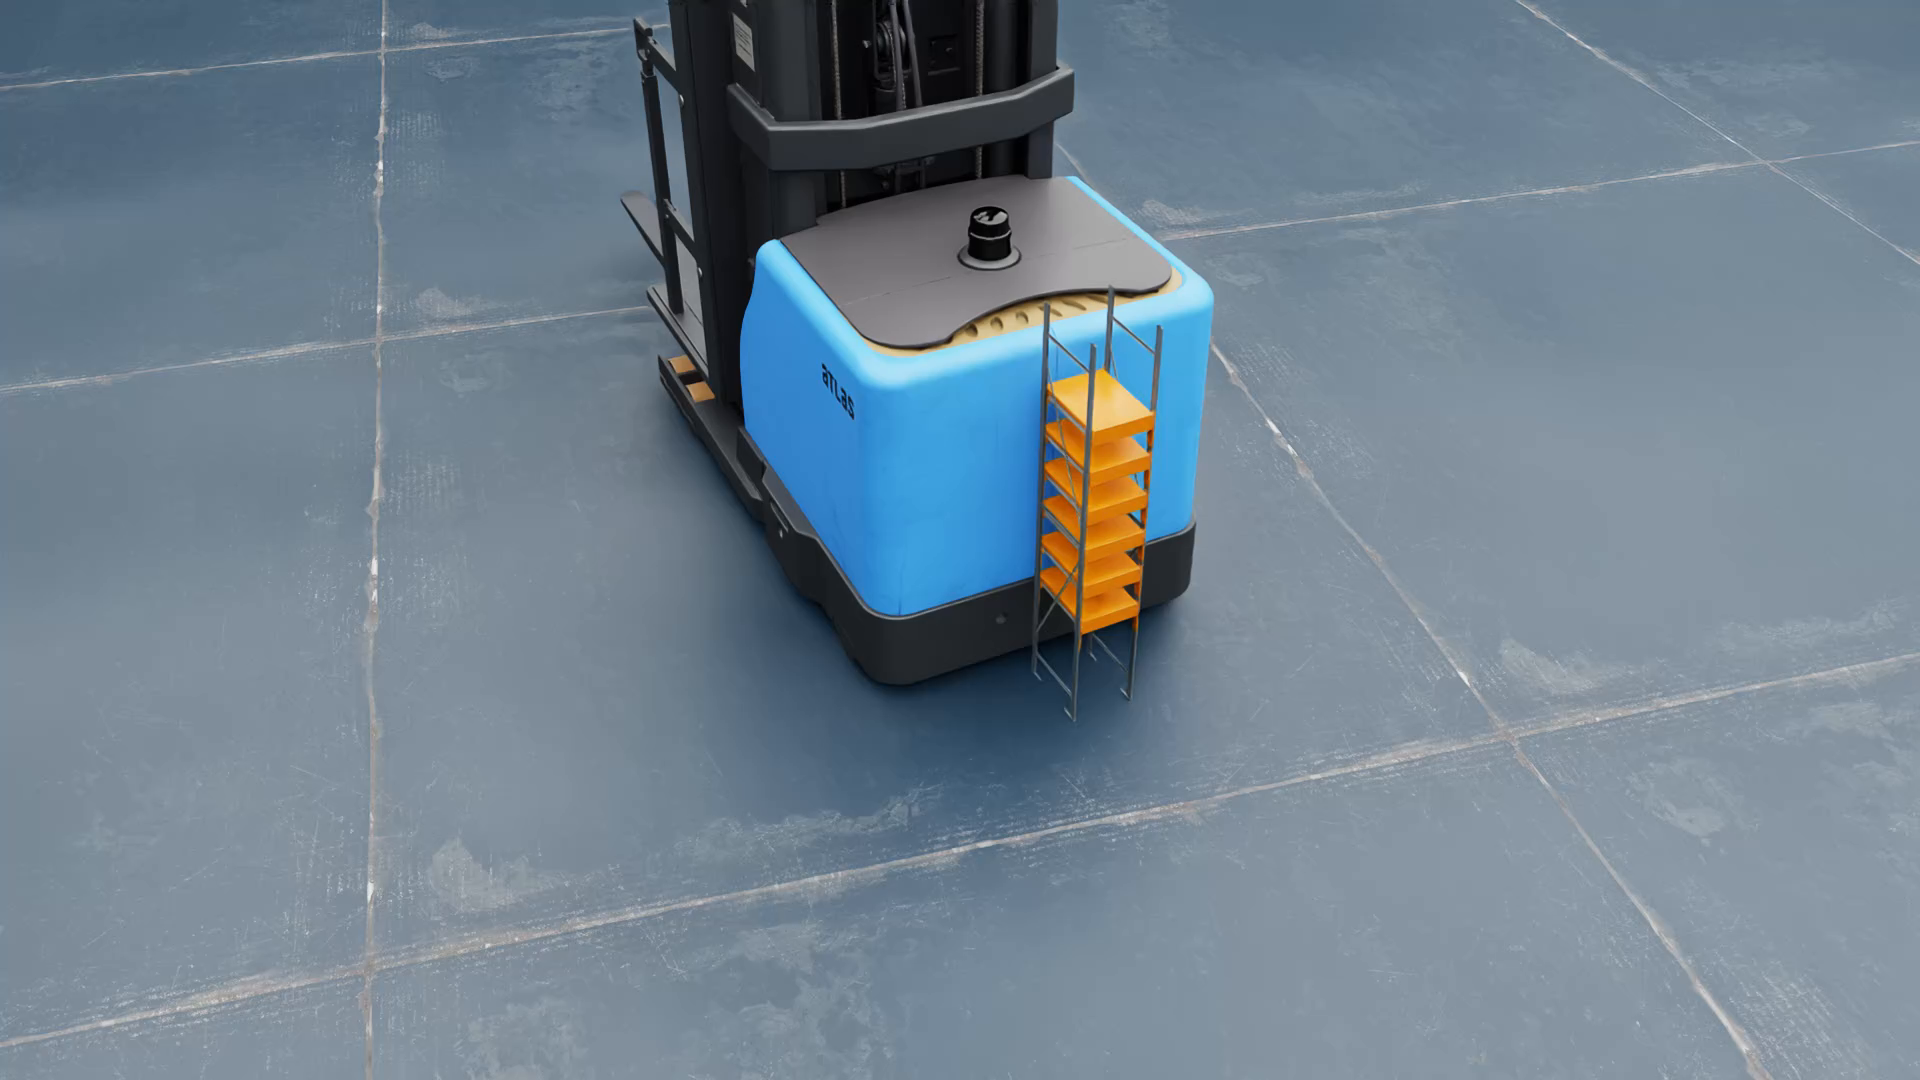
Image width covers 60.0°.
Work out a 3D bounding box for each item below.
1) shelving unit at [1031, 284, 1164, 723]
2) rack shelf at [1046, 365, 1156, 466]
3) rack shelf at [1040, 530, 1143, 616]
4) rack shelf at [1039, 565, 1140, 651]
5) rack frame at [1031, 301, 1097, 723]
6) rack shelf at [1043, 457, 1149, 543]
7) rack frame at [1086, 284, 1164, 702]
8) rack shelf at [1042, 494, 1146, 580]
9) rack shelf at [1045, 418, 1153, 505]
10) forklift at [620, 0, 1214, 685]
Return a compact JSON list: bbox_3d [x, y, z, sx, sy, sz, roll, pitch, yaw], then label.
[{"bbox_3d":[0.343,-0.063,4.345,0.189,1.200,0.258,-17,41,-21],"label":"shelving unit"},{"bbox_3d":[0.343,-0.314,4.153,0.180,0.103,0.258,-17,41,-21],"label":"rack shelf"},{"bbox_3d":[0.343,0.067,4.445,0.180,0.103,0.258,-17,41,-21],"label":"rack shelf"},{"bbox_3d":[0.343,0.163,4.518,0.180,0.103,0.258,-17,41,-21],"label":"rack shelf"},{"bbox_3d":[0.261,-0.038,4.312,0.006,1.200,0.240,-17,41,-21],"label":"rack frame"},{"bbox_3d":[0.343,-0.123,4.299,0.180,0.103,0.258,-17,41,-21],"label":"rack shelf"},{"bbox_3d":[0.424,-0.089,4.378,0.006,1.200,0.240,-17,41,-21],"label":"rack frame"},{"bbox_3d":[0.343,-0.028,4.372,0.180,0.103,0.258,-17,41,-21],"label":"rack shelf"},{"bbox_3d":[0.343,-0.218,4.226,0.180,0.103,0.258,-17,41,-21],"label":"rack shelf"},{"bbox_3d":[-0.408,-1.650,4.994,1.130,2.935,3.031,-16,40,-20],"label":"forklift"}]
